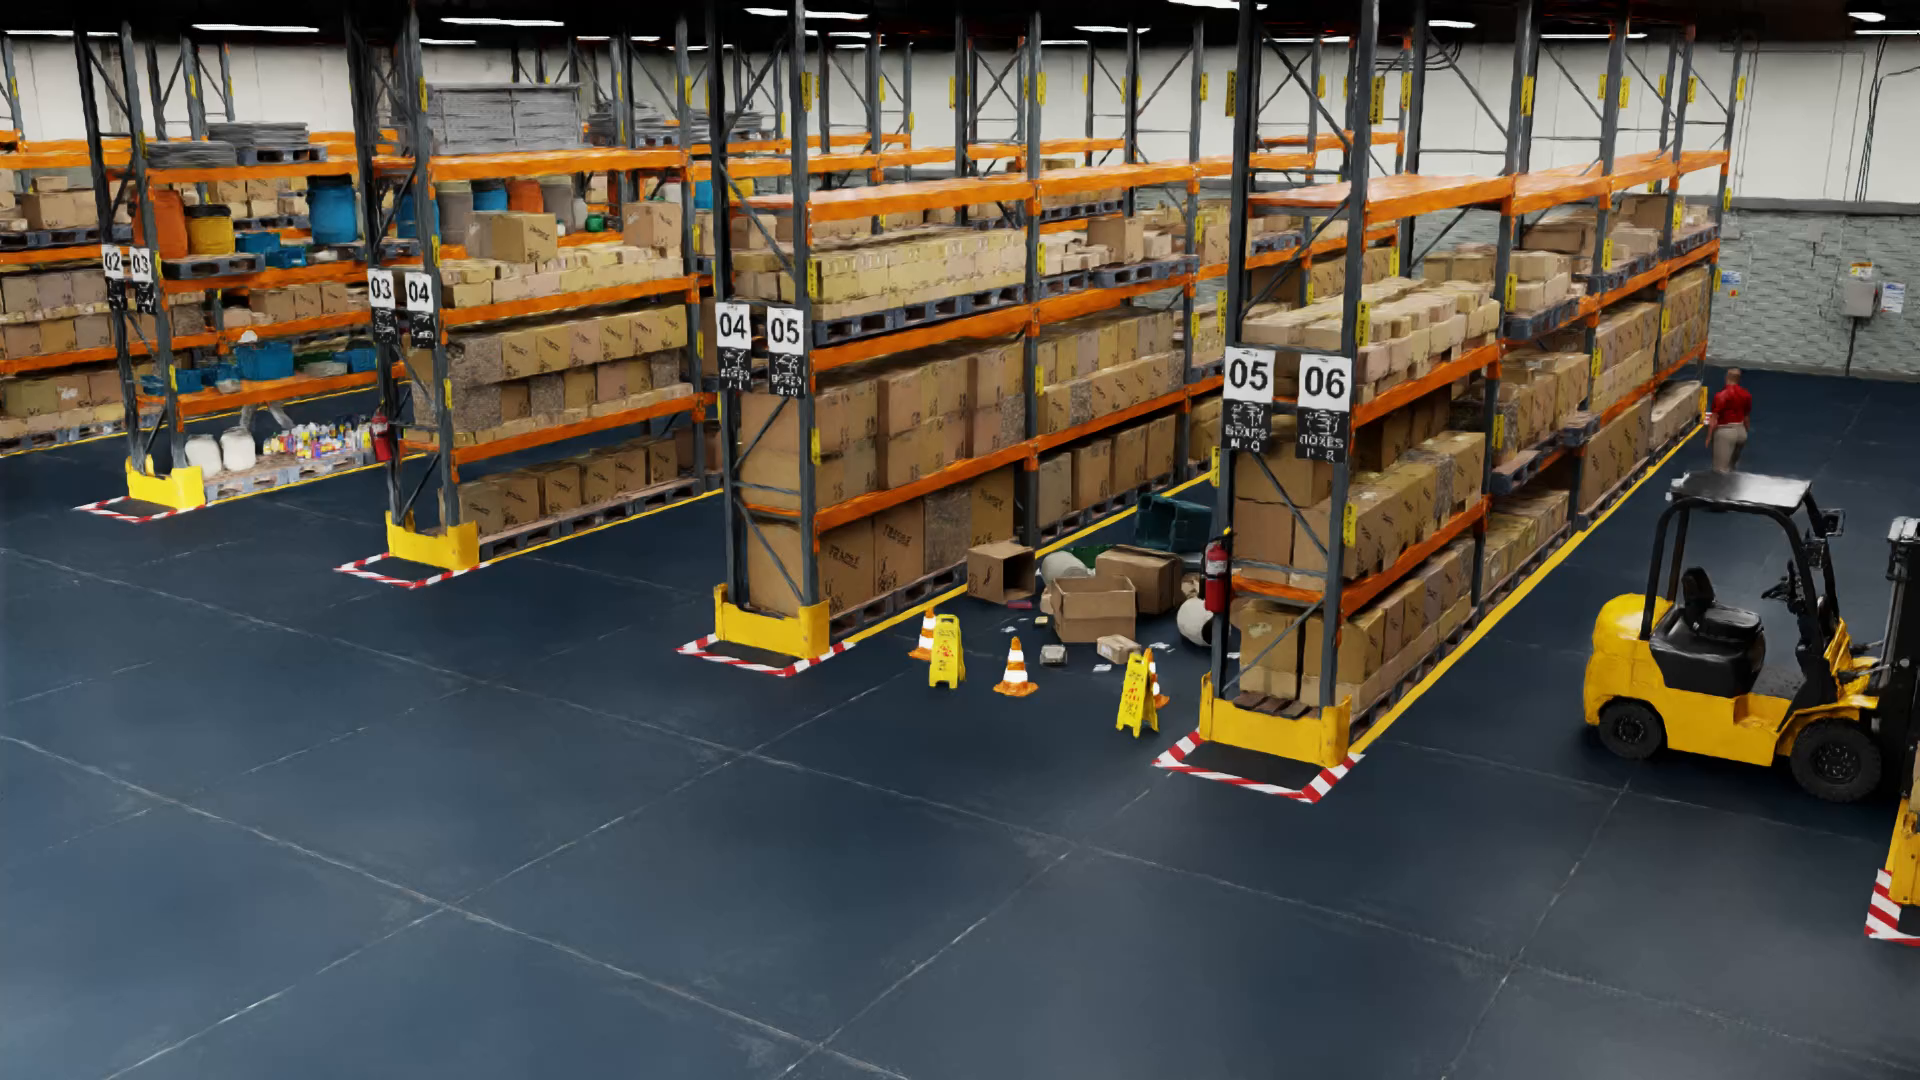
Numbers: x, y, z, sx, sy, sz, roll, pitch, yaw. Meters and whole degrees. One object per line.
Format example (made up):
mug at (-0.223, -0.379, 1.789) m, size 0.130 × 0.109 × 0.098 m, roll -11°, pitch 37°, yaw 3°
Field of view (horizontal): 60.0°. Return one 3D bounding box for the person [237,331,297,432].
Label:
person at (-9.987, -2.138, 23.698) m, size 0.543 × 1.700 × 1.119 m, roll 9°, pitch 18°, yaw 29°

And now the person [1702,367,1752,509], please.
person at (9.457, -1.285, 20.570) m, size 0.654 × 1.723 × 0.586 m, roll -7°, pitch 17°, yaw -25°
